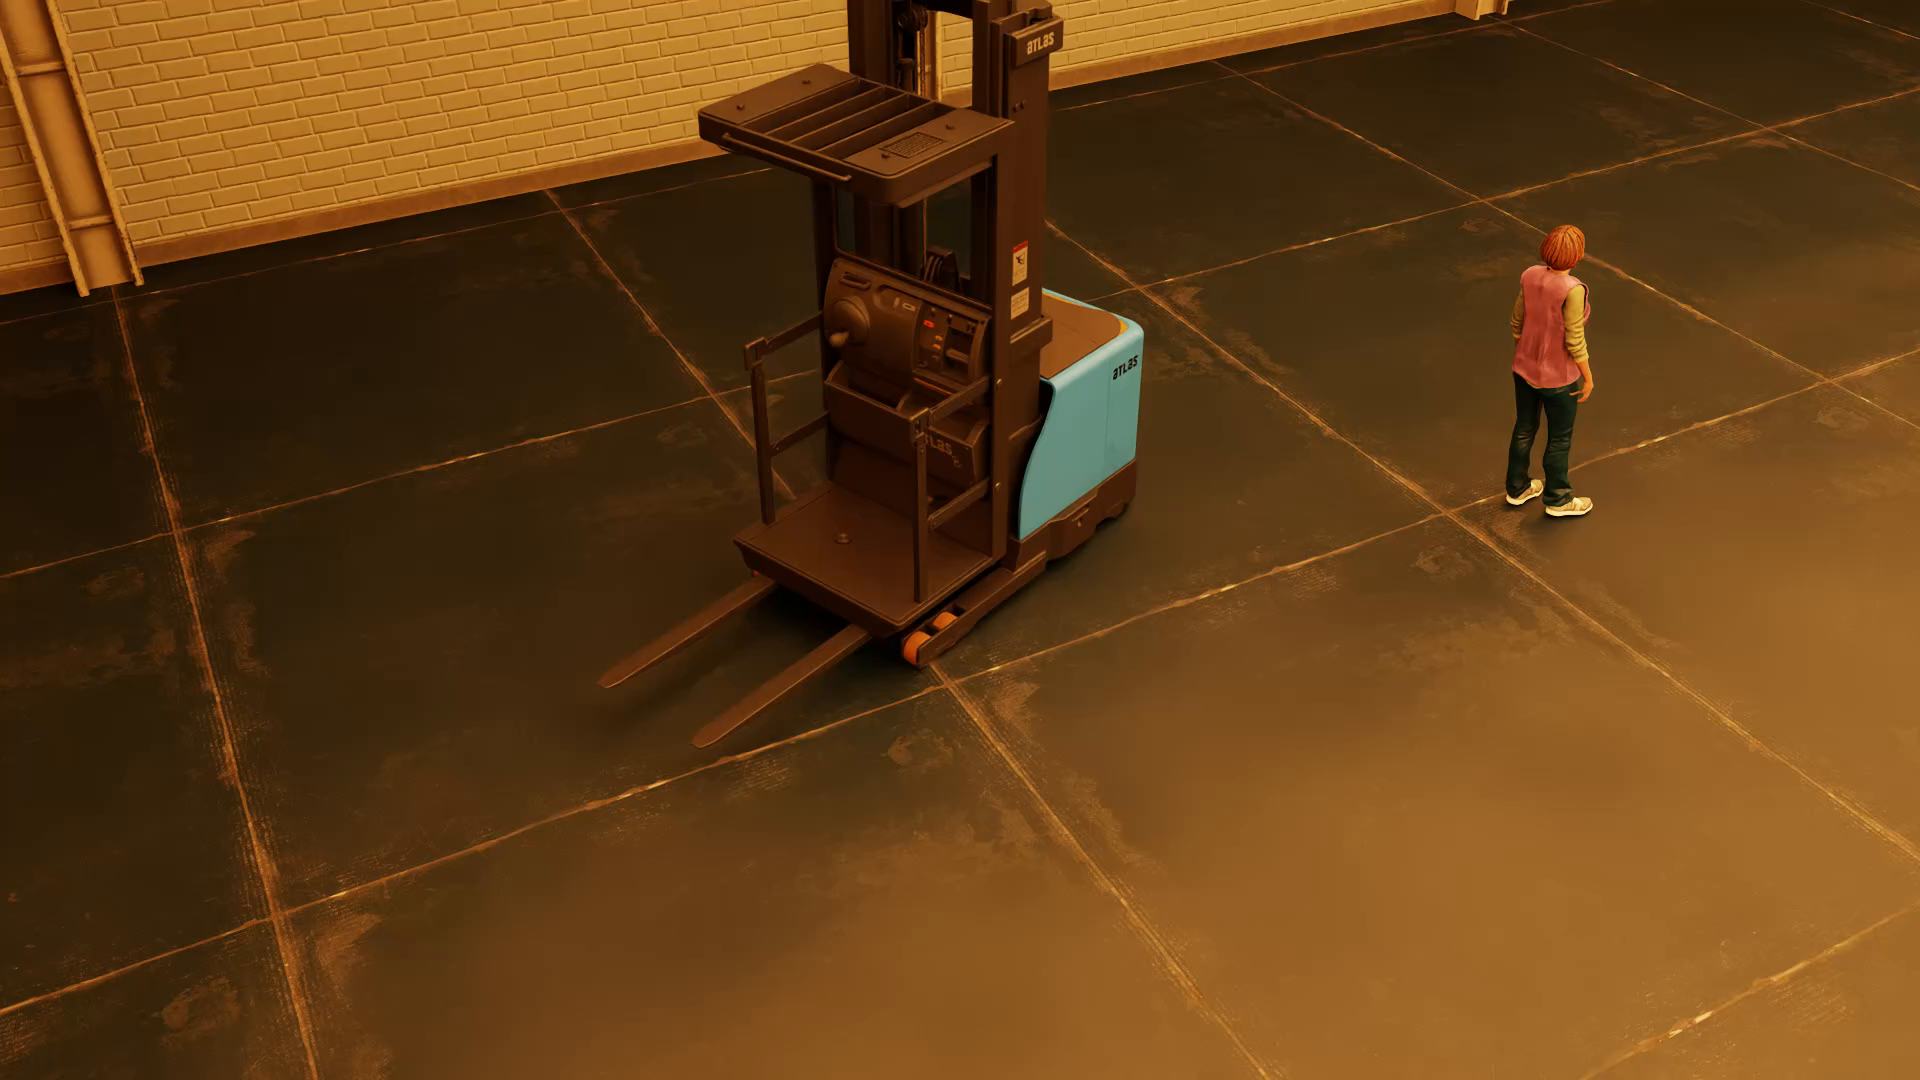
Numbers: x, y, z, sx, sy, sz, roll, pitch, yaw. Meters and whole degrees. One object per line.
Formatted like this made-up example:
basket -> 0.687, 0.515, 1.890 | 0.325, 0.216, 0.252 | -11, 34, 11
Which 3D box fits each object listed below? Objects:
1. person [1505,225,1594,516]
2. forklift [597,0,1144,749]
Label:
person -> 3.057, -0.872, 8.500 | 0.472, 1.599, 0.521 | -18, 39, -23
forklift -> -0.390, -0.927, 7.434 | 1.130, 2.935, 3.031 | 26, 43, 31
